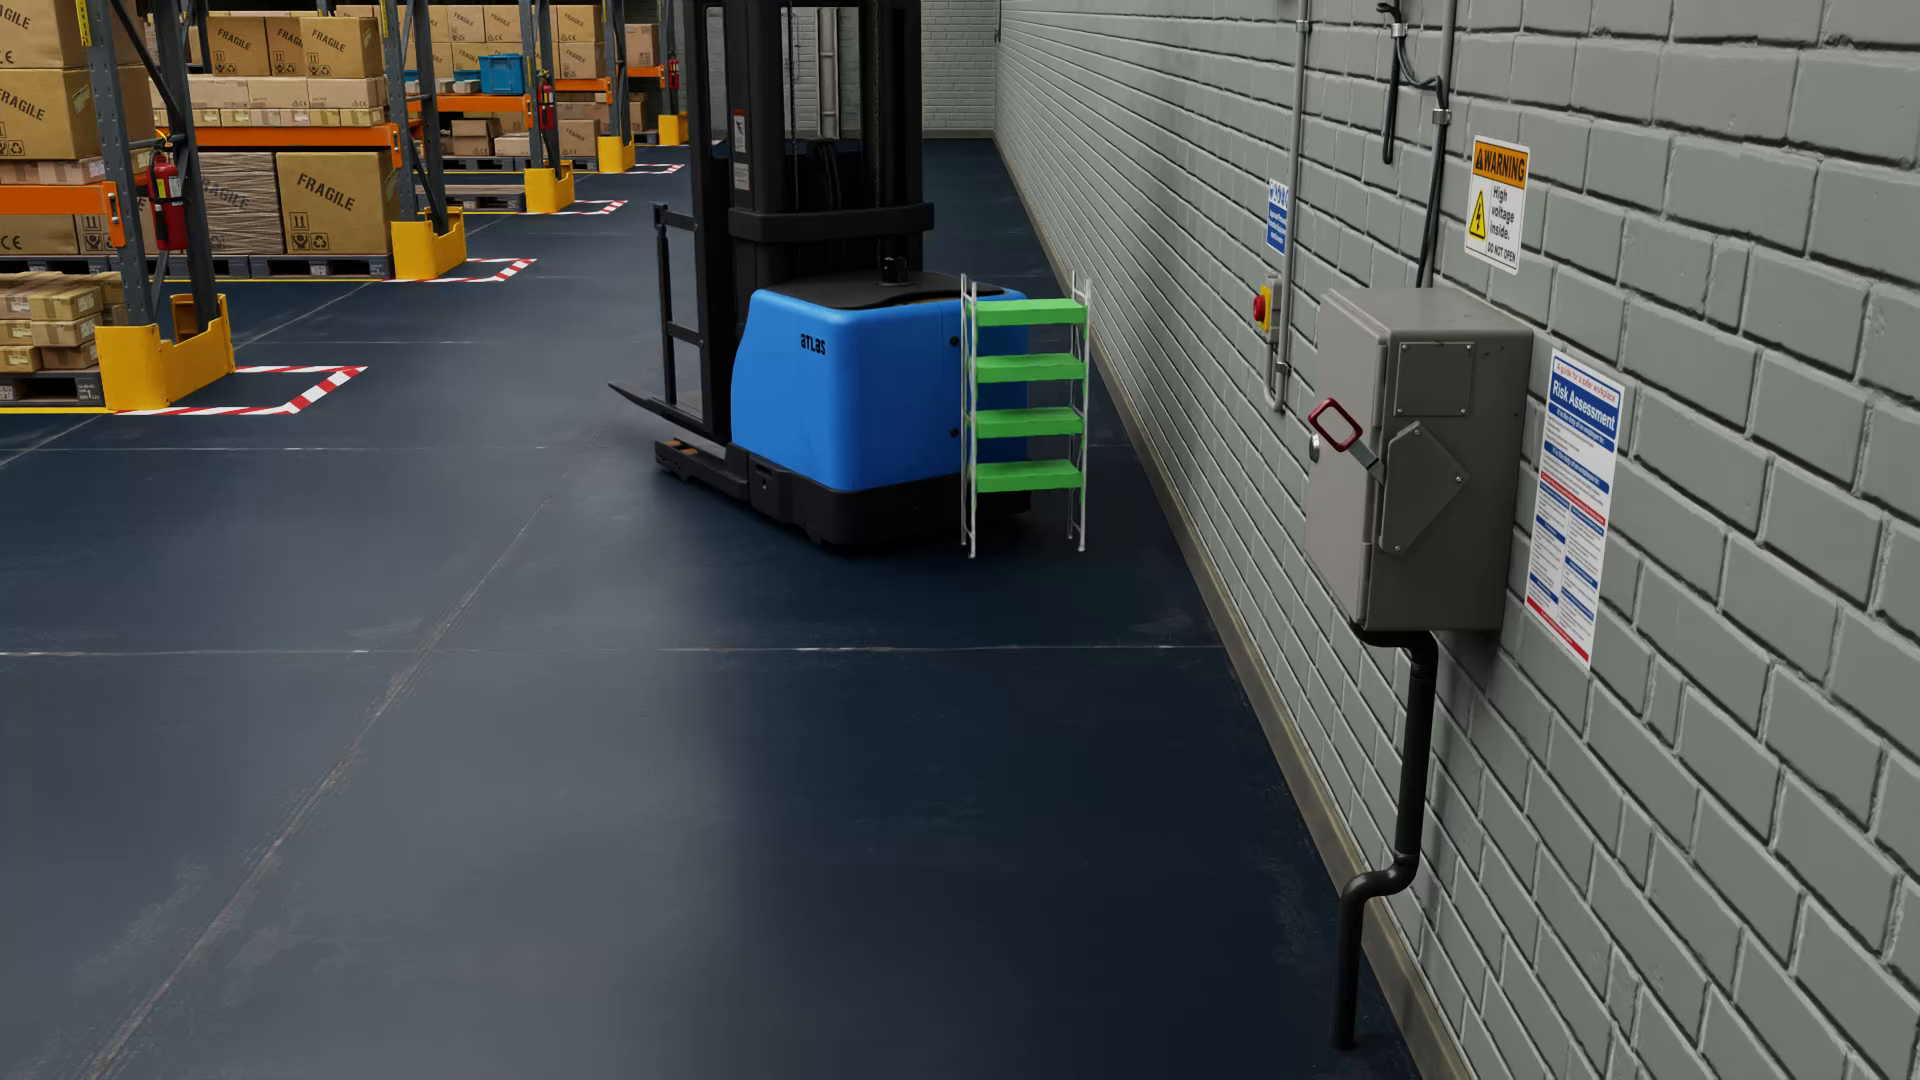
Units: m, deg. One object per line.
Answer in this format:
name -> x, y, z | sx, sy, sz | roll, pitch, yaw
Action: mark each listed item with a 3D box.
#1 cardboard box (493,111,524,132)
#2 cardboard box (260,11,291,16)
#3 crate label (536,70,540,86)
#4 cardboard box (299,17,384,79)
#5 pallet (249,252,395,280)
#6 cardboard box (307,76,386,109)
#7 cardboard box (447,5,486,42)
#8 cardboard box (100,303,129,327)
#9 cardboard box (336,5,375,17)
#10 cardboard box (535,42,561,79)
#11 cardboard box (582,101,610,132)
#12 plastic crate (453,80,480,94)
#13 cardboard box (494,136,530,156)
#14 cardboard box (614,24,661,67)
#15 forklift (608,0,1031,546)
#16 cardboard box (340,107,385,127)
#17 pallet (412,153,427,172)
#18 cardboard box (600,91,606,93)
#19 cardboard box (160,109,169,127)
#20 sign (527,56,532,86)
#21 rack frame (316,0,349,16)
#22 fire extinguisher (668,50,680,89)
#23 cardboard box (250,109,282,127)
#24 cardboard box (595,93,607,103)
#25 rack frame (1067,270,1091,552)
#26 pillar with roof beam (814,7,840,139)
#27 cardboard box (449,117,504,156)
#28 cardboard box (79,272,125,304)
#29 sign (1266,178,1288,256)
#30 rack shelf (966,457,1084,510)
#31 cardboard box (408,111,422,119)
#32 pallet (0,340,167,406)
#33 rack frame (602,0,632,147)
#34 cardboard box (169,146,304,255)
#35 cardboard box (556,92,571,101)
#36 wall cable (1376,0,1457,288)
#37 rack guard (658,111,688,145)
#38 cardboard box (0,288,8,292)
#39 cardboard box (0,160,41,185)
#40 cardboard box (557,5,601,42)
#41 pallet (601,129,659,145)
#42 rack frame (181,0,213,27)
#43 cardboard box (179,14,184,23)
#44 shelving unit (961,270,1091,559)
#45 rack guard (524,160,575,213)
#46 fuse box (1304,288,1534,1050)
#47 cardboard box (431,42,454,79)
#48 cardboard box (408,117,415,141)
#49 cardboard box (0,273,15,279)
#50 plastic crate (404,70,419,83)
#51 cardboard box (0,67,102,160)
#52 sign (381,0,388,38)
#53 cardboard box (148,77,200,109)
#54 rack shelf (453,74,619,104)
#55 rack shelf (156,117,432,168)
cardboard box -> -7.810, -7.394, 29.016 | 0.500, 0.500, 0.700 | 0, 18, -1
cardboard box -> -11.566, -8.877, 28.324 | 0.500, 0.250, 0.500 | 0, 18, 0
crate label -> -5.158, -5.453, 19.735 | 0.303, 0.233, 0.416 | 0, 18, -1
cardboard box -> -5.311, -4.236, 14.298 | 0.500, 0.500, 0.500 | 0, 18, 0
pallet -> -5.626, -2.536, 15.032 | 1.213, 0.211, 1.003 | 0, 18, -1
cardboard box -> -5.308, -3.878, 14.410 | 0.500, 0.250, 0.500 | -1, 18, -2
cardboard box -> -6.958, -7.346, 23.660 | 0.500, 0.500, 0.500 | 0, 18, 1
cardboard box -> -5.379, -1.436, 10.531 | 0.250, 0.149, 0.380 | 0, 18, 1
cardboard box -> -8.504, -7.338, 23.636 | 0.500, 0.500, 0.500 | 0, 18, 1
cardboard box -> -5.943, -6.876, 23.832 | 0.500, 0.500, 0.500 | 0, 18, 0
cardboard box -> -6.261, -7.403, 29.045 | 0.500, 0.500, 0.700 | 0, 18, -1
plastic crate -> -5.719, -5.248, 19.255 | 0.243, 0.136, 0.396 | 0, 18, -1
cardboard box -> -6.471, -5.744, 24.249 | 0.500, 0.250, 0.500 | 0, 18, -1
cardboard box -> -5.572, -8.567, 28.778 | 0.700, 0.700, 0.980 | 1, 18, 2
forklift -> -0.910, -1.764, 8.172 | 1.130, 2.935, 3.031 | -12, 21, -32
cardboard box -> -5.179, -3.670, 14.412 | 0.250, 0.149, 0.380 | 0, 18, 0
pallet -> -8.293, -5.573, 24.500 | 1.213, 0.211, 1.003 | 0, 18, -1
cardboard box -> -6.145, -7.774, 29.138 | 0.250, 0.149, 0.380 | 0, 18, -1
cardboard box -> -6.707, -3.662, 14.390 | 0.250, 0.149, 0.380 | 0, 18, 0
sign -> -4.881, -5.314, 18.860 | 0.005, 0.325, 0.100 | 0, 18, -1
rack frame -> -8.980, -6.898, 24.064 | 0.127, 3.000, 1.000 | 0, 18, -1
fire extinguisher -> -4.904, -8.075, 28.473 | 0.183, 0.674, 0.296 | 0, 18, -1
cardboard box -> -5.940, -3.666, 14.401 | 0.250, 0.149, 0.380 | 0, 18, 0
cardboard box -> -6.142, -7.657, 28.774 | 0.250, 0.149, 0.380 | 0, 18, 1
rack frame -> 0.516, -0.555, 7.237 | 0.015, 1.200, 0.240 | -3, 18, -11
pillar with roof beam -> -2.309, -10.249, 24.690 | 0.400, 9.000, 9.100 | 0, 18, -1
cardboard box -> -7.102, -5.929, 24.412 | 0.637, 0.503, 0.797 | 0, 18, -1
cardboard box -> -5.380, -1.603, 10.565 | 0.250, 0.149, 0.380 | -1, 18, -3
sign -> 1.027, -1.043, 5.370 | 0.001, 0.218, 0.327 | 0, 18, -1
rack shelf -> 0.277, -0.251, 7.285 | 0.480, 0.148, 0.258 | -3, 18, -11
cardboard box -> -9.710, -7.544, 28.911 | 0.750, 0.750, 0.750 | 0, 18, 0
pallet -> -5.739, -1.055, 10.415 | 1.213, 0.211, 1.003 | 0, 18, -1
rack frame -> -4.981, -6.917, 24.125 | 0.127, 3.000, 1.000 | 0, 18, -1
cardboard box -> -6.376, -3.048, 14.854 | 0.875, 0.875, 0.875 | 0, 18, -1
cardboard box -> -6.907, -7.770, 29.125 | 0.250, 0.149, 0.380 | 0, 18, 0
wall cable -> 1.000, -0.950, 3.859 | 0.122, 1.984, 0.588 | 0, 18, -1
rack guard -> -5.038, -7.240, 29.223 | 0.348, 0.500, 1.175 | 0, 18, -1
cardboard box -> -5.885, -1.398, 9.926 | 0.250, 0.149, 0.380 | -1, 18, -2
cardboard box -> -5.421, -2.179, 9.765 | 0.250, 0.149, 0.380 | 0, 18, -1
cardboard box -> -5.421, -7.355, 23.688 | 0.500, 0.500, 0.500 | 0, 18, -1
pallet -> -5.861, -7.075, 29.180 | 1.213, 0.211, 1.003 | 0, 18, -1
rack frame -> -13.061, -8.392, 28.721 | 0.127, 3.000, 1.000 | 0, 18, -1
cardboard box -> -13.406, -8.947, 28.505 | 0.250, 0.149, 0.380 | -3, 18, -8
shelving unit -> 0.277, -0.540, 7.192 | 0.503, 1.200, 0.258 | -3, 18, -11
rack guard -> -4.882, -4.218, 19.803 | 0.348, 0.500, 1.175 | 0, 18, -1
fuse box -> 0.853, 0.357, 3.559 | 0.414, 1.711, 0.539 | 0, 18, -1
cardboard box -> -7.454, -6.870, 23.814 | 0.500, 0.500, 0.500 | 0, 18, -1
cardboard box -> -8.415, -6.007, 24.658 | 0.500, 0.500, 0.500 | 0, 18, -1
cardboard box -> -6.154, -1.577, 10.482 | 0.250, 0.149, 0.380 | -1, 18, -4
plastic crate -> -6.475, -5.446, 19.715 | 0.300, 0.233, 0.416 | 0, 18, -1
cardboard box -> -5.296, -2.485, 9.657 | 0.500, 0.500, 0.500 | 0, 18, 0
sign -> -4.833, -4.390, 13.963 | 0.005, 0.325, 0.100 | 0, 18, -1
cardboard box -> -6.845, -3.870, 14.384 | 0.500, 0.250, 0.500 | 0, 18, -1
rack shelf -> -6.980, -6.565, 24.204 | 4.000, 0.370, 1.077 | 0, 18, -1
rack shelf -> -6.828, -3.539, 14.773 | 4.000, 0.370, 1.077 | 0, 18, -1
